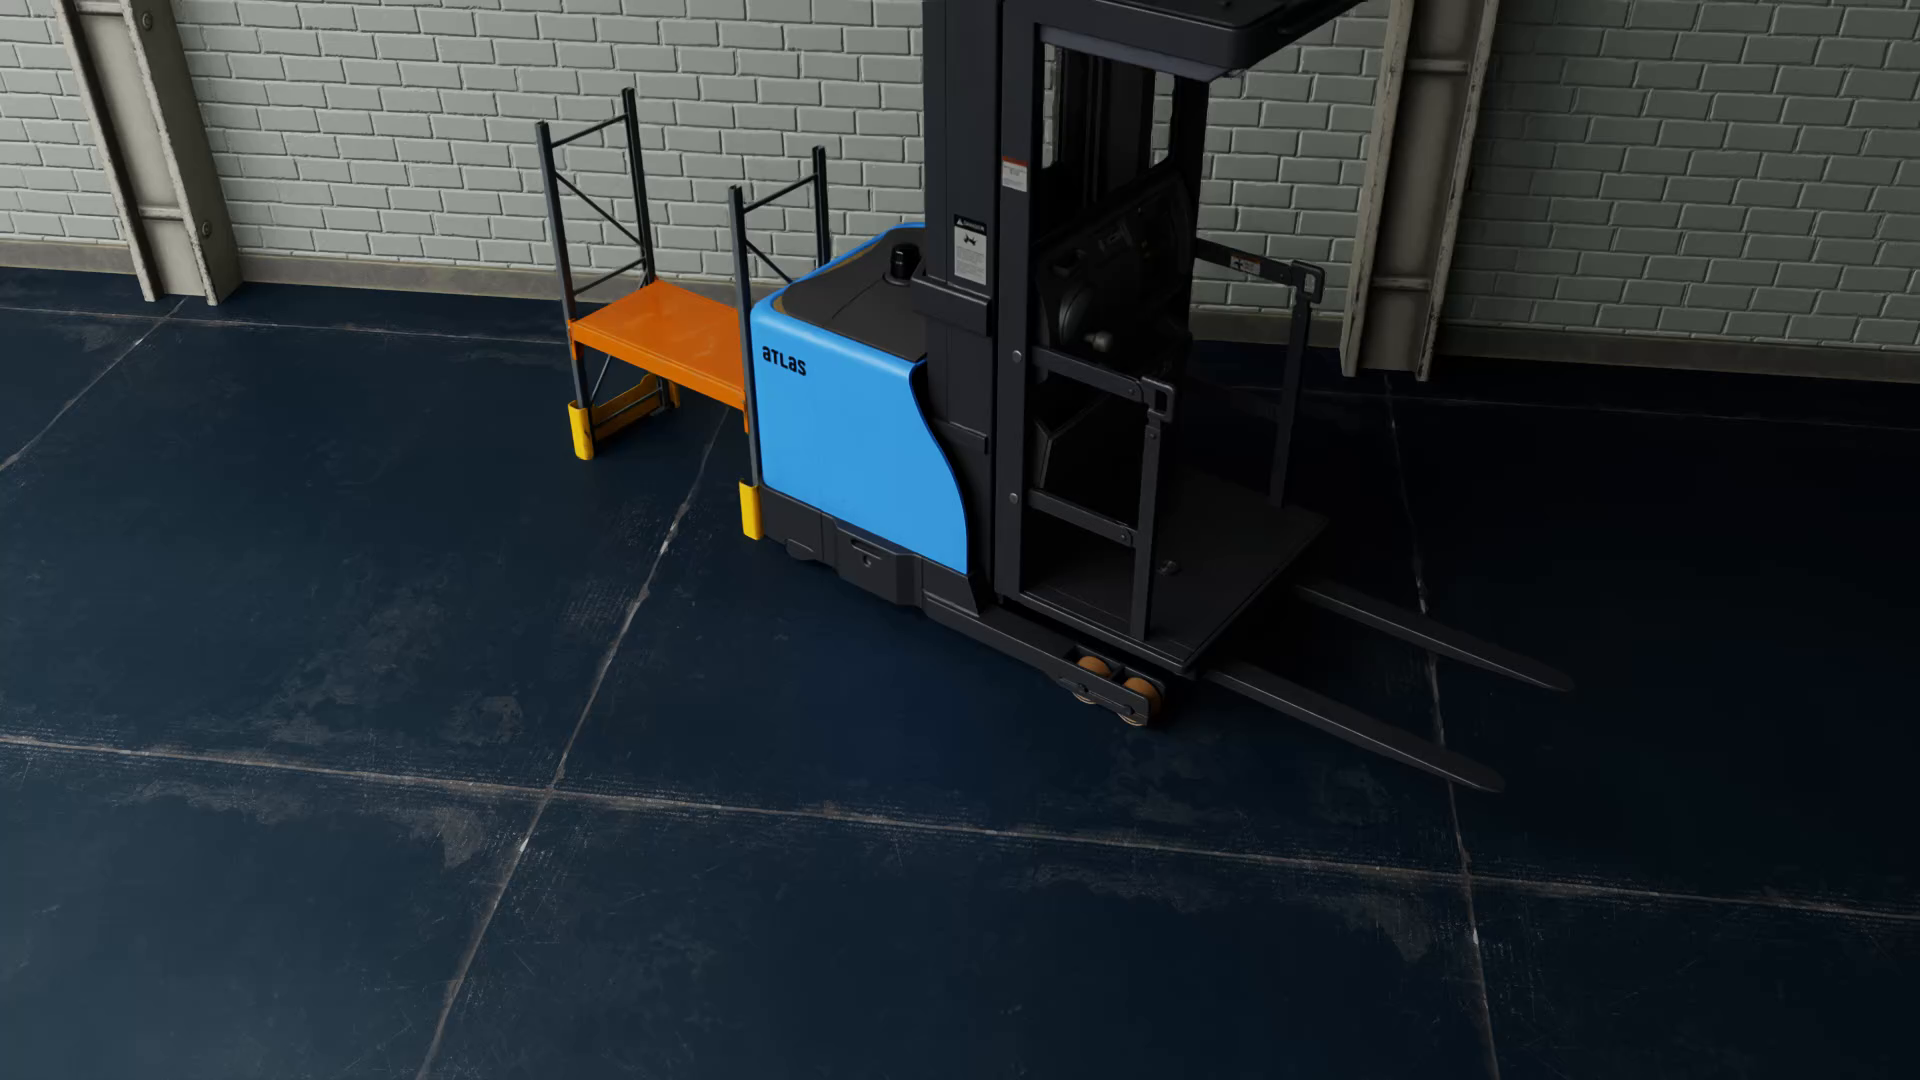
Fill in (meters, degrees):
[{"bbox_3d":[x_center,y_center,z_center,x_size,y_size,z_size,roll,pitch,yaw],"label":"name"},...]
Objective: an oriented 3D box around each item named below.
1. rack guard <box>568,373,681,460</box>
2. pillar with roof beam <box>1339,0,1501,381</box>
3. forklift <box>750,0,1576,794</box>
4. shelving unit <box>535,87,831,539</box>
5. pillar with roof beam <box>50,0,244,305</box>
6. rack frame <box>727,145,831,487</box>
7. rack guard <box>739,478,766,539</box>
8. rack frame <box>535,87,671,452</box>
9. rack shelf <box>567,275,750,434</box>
[{"bbox_3d":[-1.480,-0.598,7.373,0.087,0.250,0.587,23,42,29],"label":"rack guard"},{"bbox_3d":[1.472,-2.029,1.846,0.400,9.000,9.100,4,36,6],"label":"pillar with roof beam"},{"bbox_3d":[0.693,-0.893,5.479,3.031,2.935,1.130,23,42,29],"label":"forklift"},{"bbox_3d":[-1.082,-0.933,6.767,1.083,1.500,0.587,23,42,29],"label":"shelving unit"},{"bbox_3d":[-4.479,-2.473,2.468,0.400,9.000,9.100,4,36,6],"label":"pillar with roof beam"},{"bbox_3d":[-0.667,-0.753,6.514,0.032,1.500,0.500,23,42,29],"label":"rack frame"},{"bbox_3d":[-0.683,-0.251,6.887,0.087,0.250,0.587,23,42,29],"label":"rack guard"},{"bbox_3d":[-1.481,-1.107,7.010,0.032,1.500,0.500,23,42,29],"label":"rack frame"},{"bbox_3d":[-1.074,-0.784,6.867,1.000,0.185,0.538,23,42,29],"label":"rack shelf"}]
